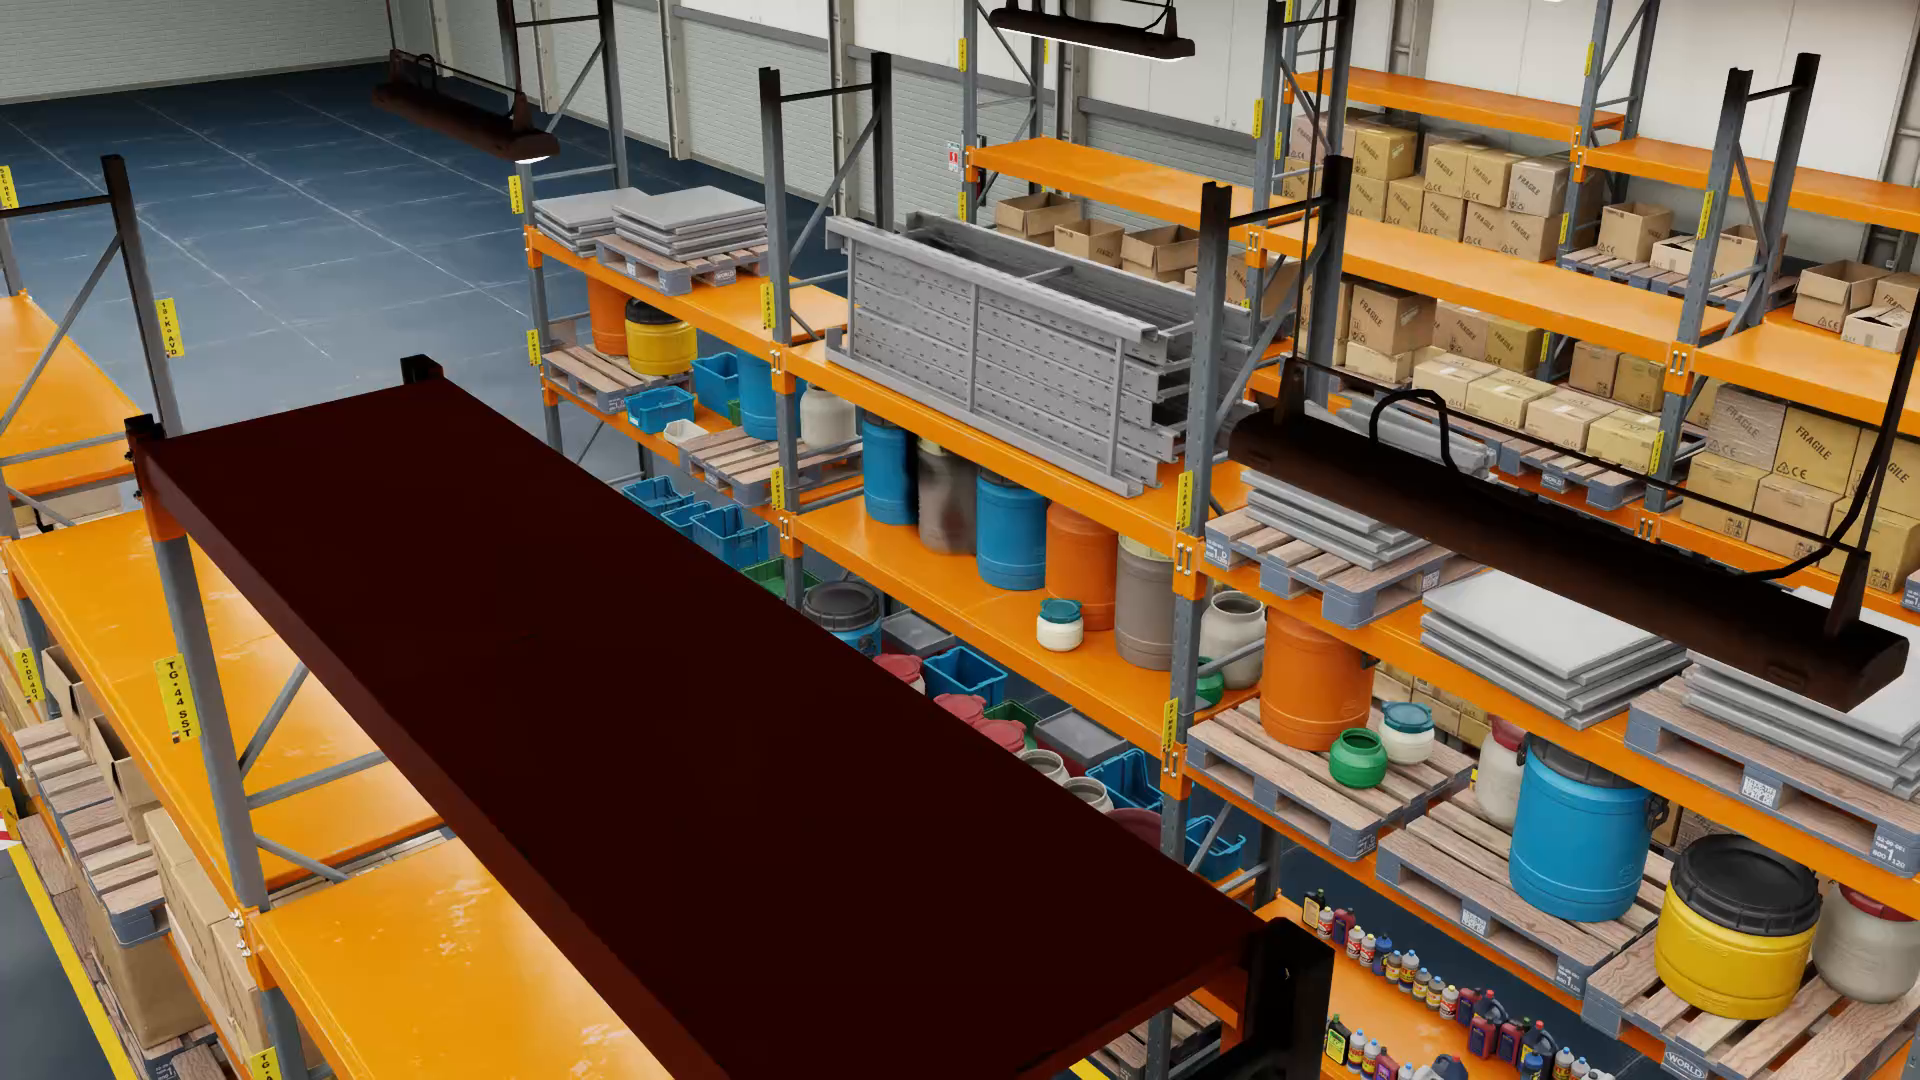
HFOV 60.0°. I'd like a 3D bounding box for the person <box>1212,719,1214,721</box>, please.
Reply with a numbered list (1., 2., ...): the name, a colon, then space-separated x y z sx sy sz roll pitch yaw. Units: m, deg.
1. person: 2.007 1.075 14.172 0.823 1.625 0.502 22 34 38
